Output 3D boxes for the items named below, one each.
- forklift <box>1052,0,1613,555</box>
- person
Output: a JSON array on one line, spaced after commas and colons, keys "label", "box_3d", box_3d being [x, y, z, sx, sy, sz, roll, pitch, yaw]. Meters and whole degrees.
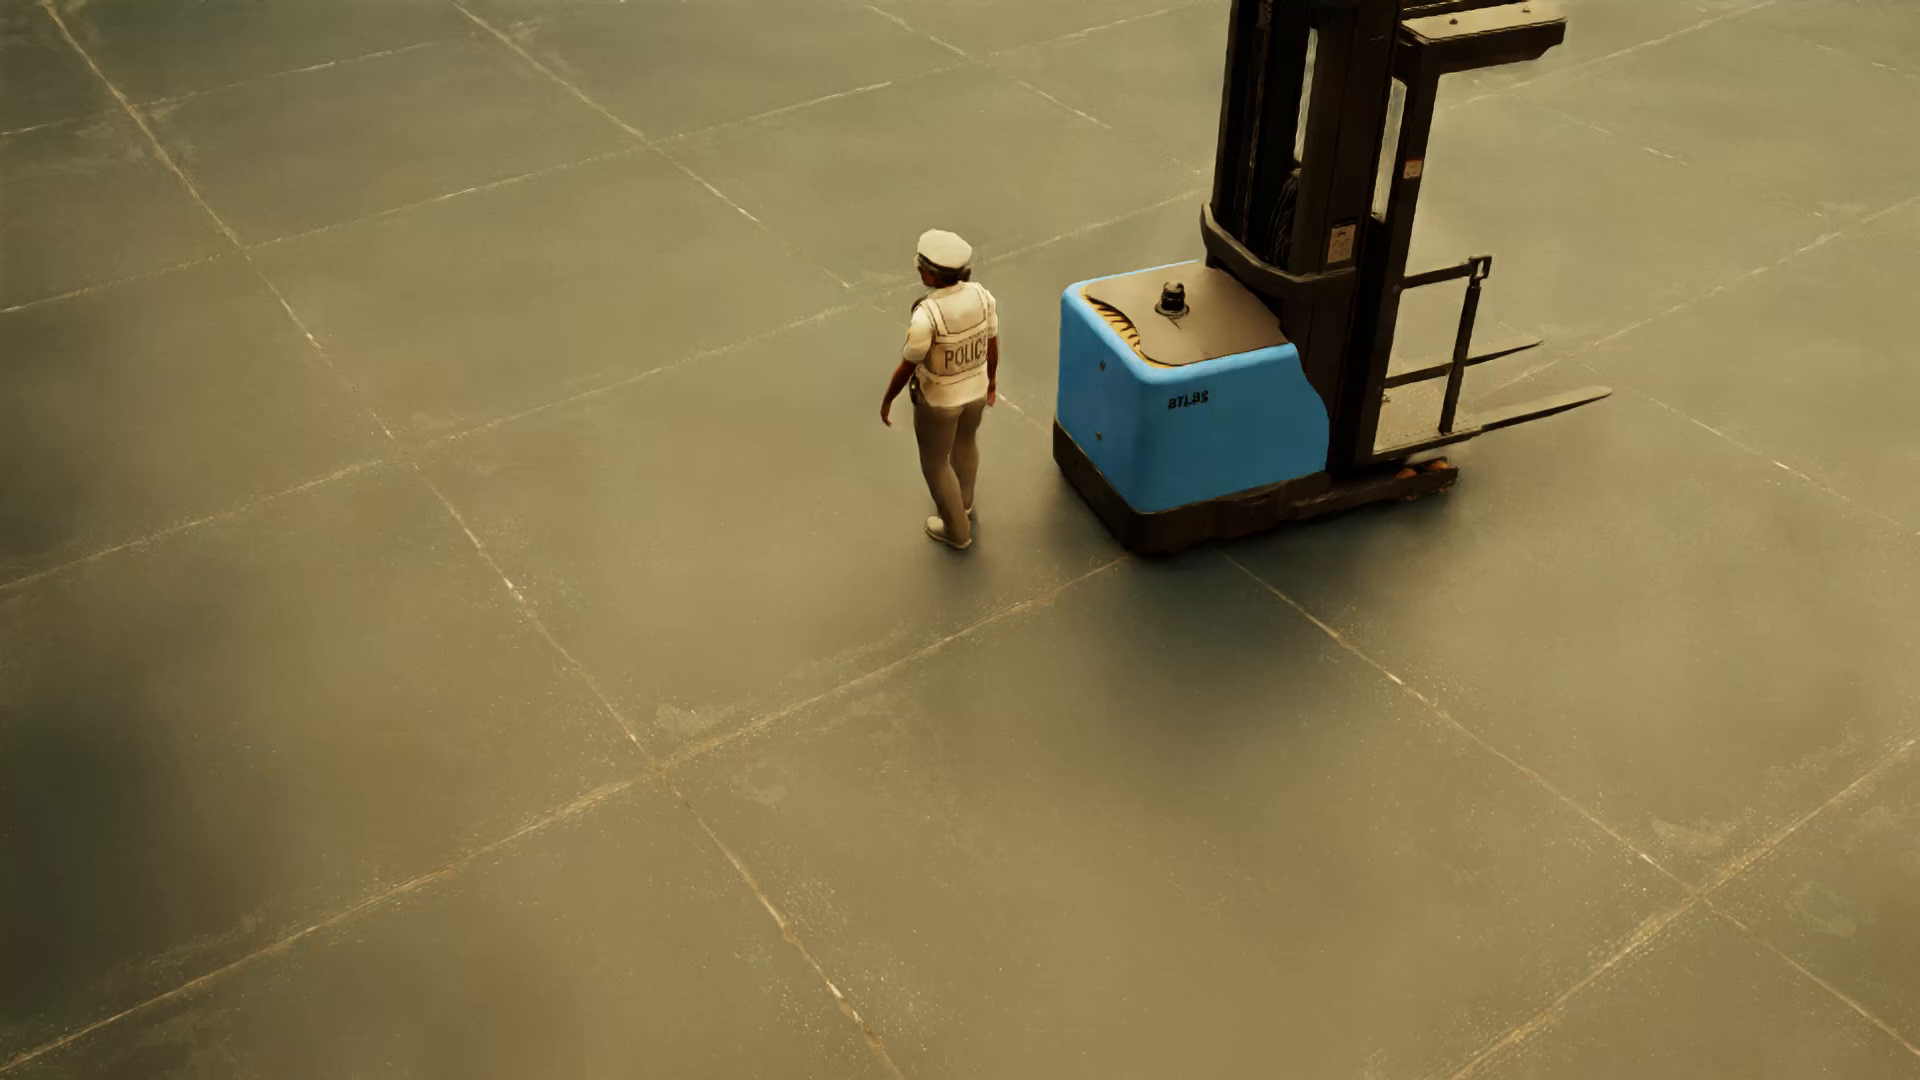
[{"label": "forklift", "box_3d": [2.064, -1.661, 8.191, 3.031, 2.935, 1.130, -14, 39, -18]}, {"label": "person", "box_3d": [-0.117, -0.737, 8.009, 0.591, 1.665, 0.519, -27, 44, -31]}]
